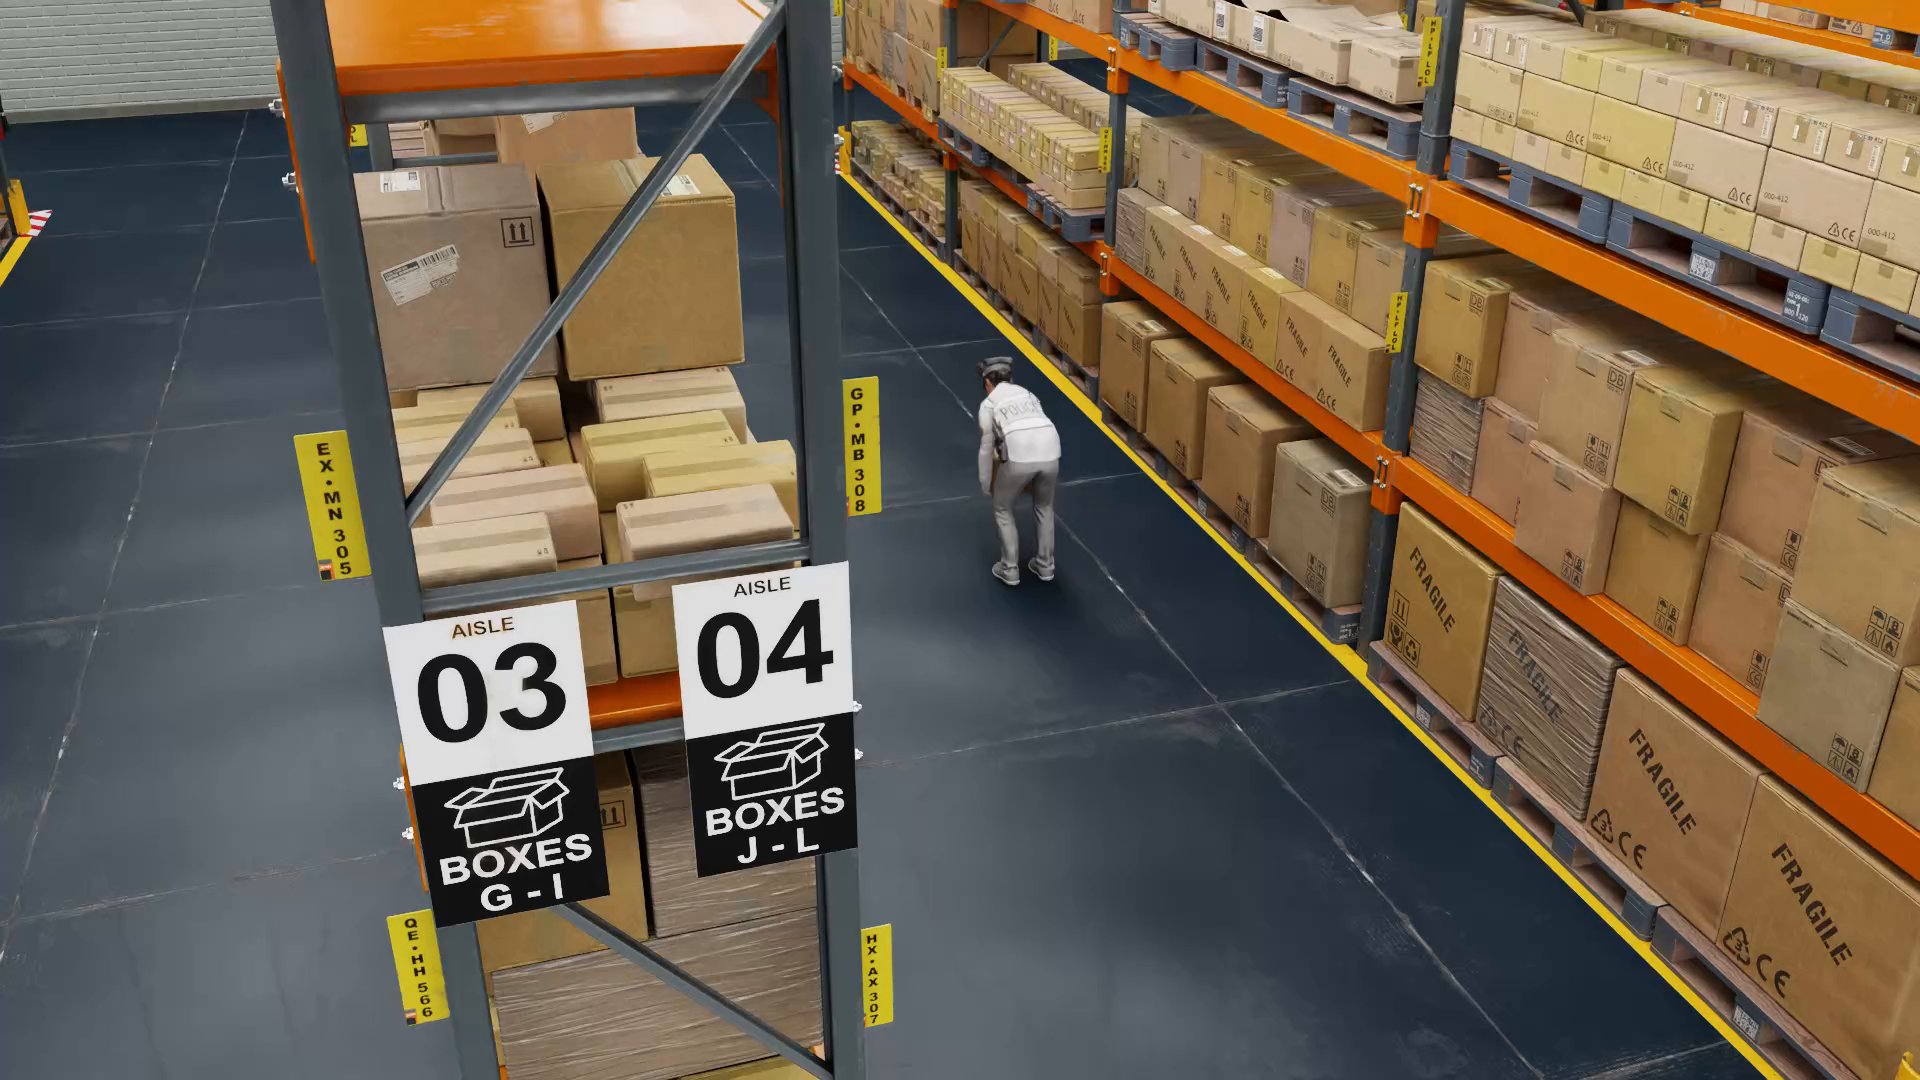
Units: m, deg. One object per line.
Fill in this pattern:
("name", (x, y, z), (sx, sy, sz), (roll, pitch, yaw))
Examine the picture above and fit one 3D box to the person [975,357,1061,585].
("person", (0.330, -0.446, 10.419), (0.408, 1.305, 0.887), (-9, 28, -17))
